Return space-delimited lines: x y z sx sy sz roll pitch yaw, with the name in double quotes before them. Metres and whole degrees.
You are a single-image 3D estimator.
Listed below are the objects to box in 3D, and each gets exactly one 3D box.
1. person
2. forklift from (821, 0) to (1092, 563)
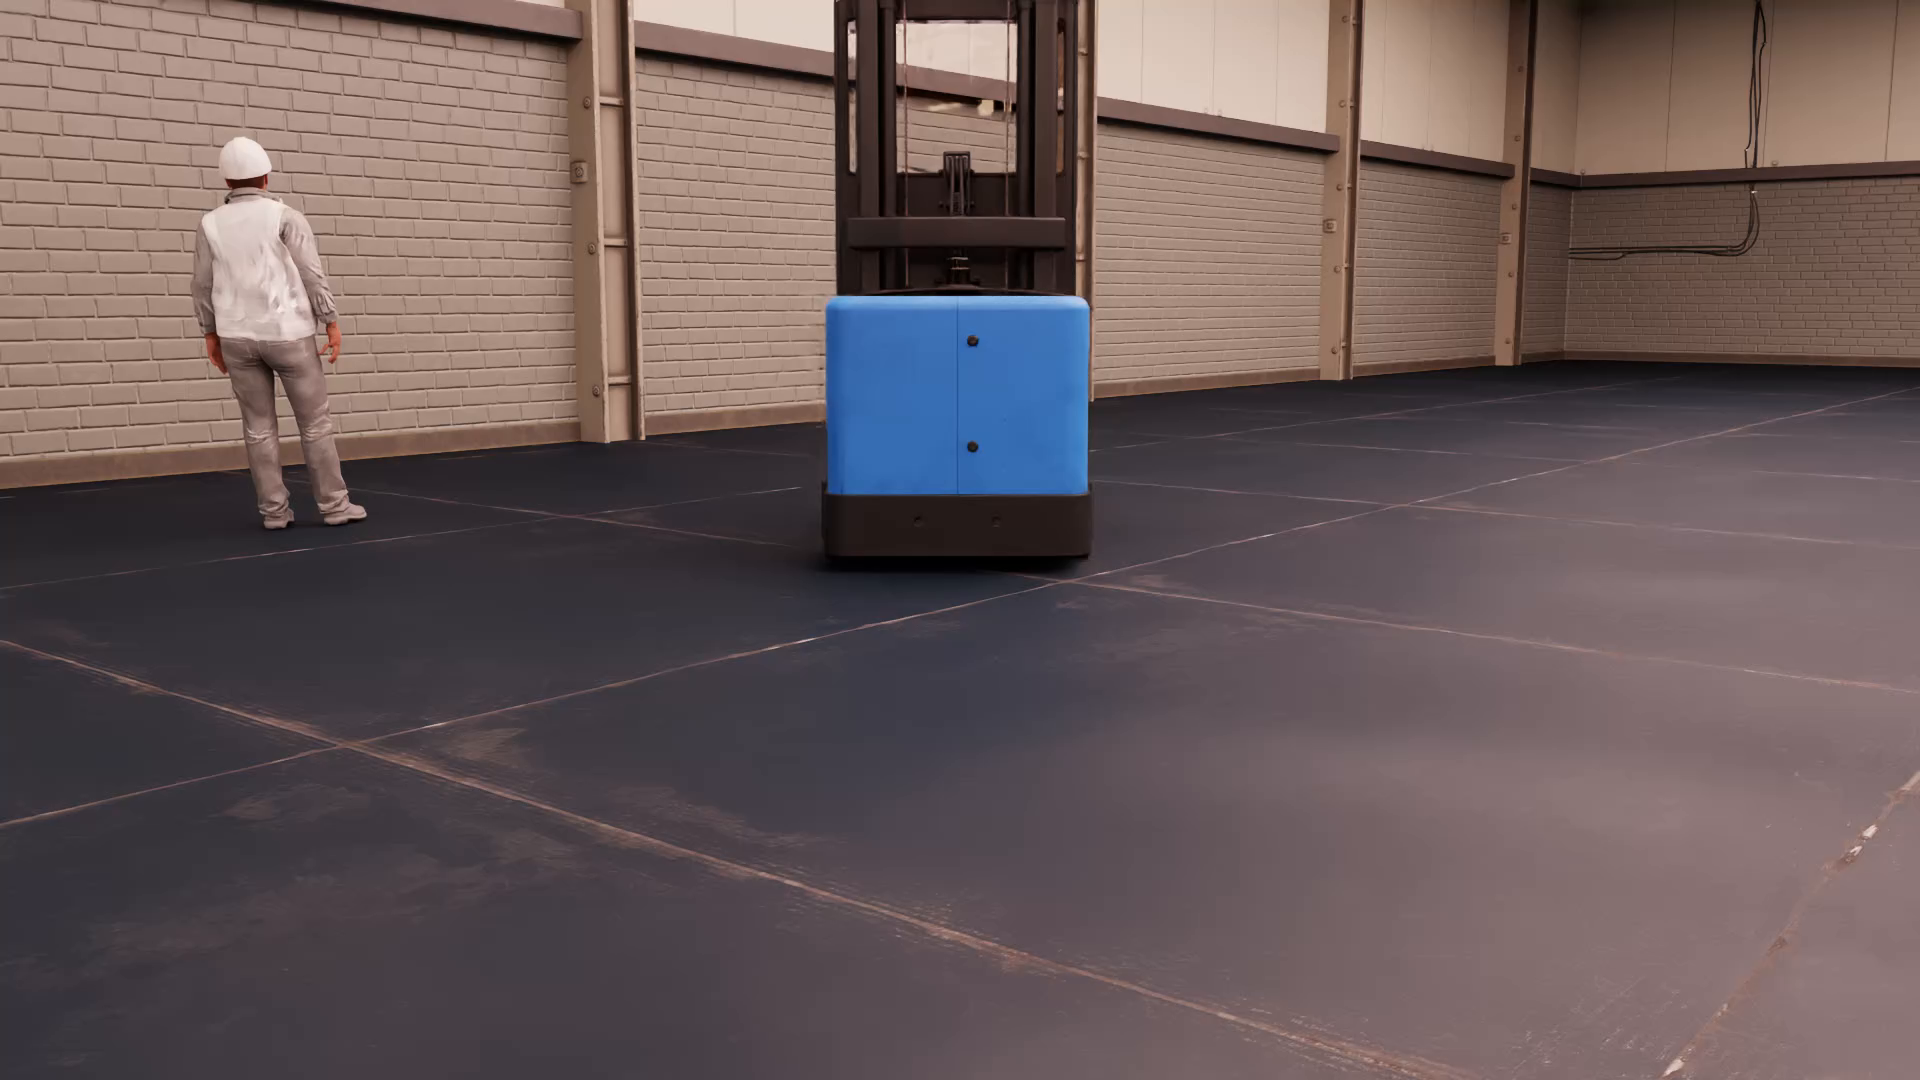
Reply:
"person" -3.173 -0.947 7.703 0.630 1.773 0.570 0 8 -3
"forklift" -0.019 -1.534 7.766 1.130 2.935 3.031 0 8 0
